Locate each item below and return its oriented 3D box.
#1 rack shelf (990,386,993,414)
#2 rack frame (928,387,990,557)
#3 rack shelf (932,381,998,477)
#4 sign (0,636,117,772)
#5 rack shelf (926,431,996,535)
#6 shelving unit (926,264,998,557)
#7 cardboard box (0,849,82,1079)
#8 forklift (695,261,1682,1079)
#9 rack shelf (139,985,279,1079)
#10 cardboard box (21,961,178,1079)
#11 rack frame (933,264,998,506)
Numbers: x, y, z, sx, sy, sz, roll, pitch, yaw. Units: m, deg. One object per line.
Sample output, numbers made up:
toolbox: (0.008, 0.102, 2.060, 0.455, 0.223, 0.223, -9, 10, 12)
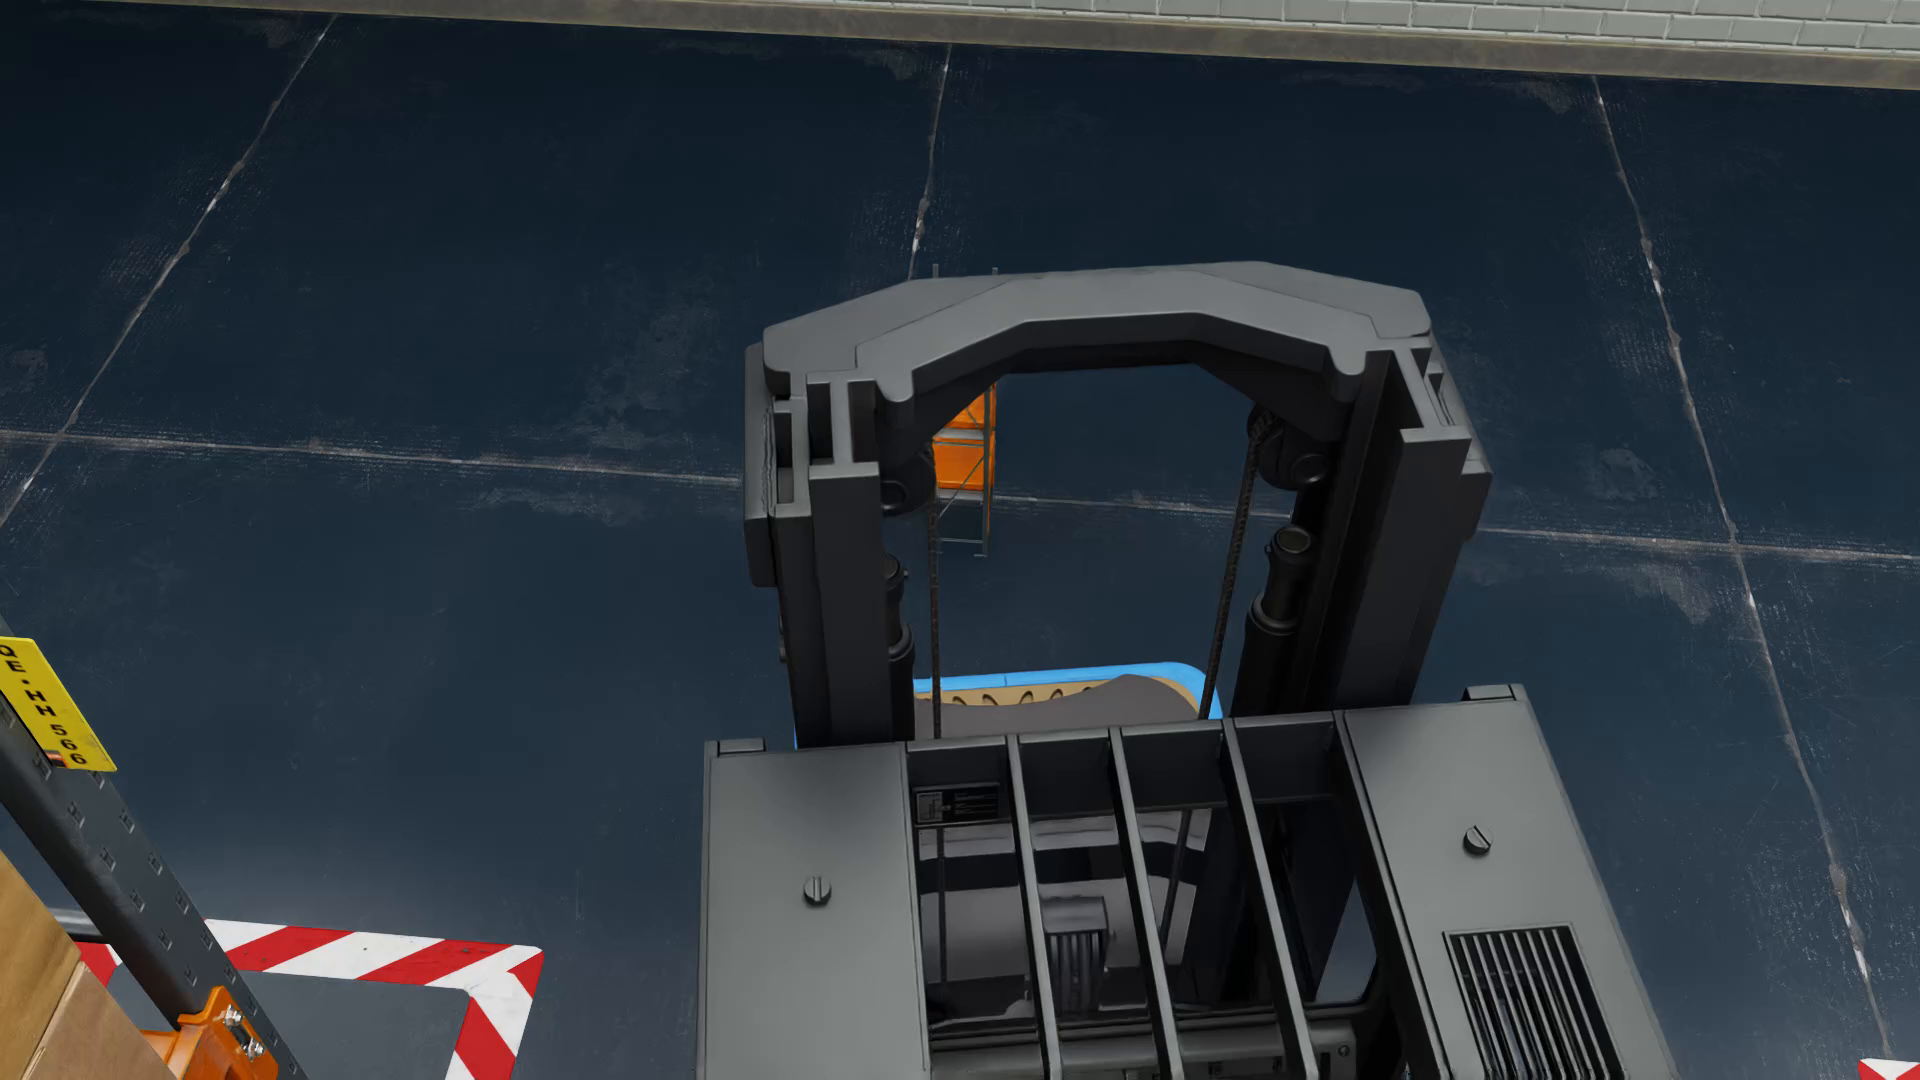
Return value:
rack shelf: (0.005, -0.578, 5.197, 0.215, 0.259, 0.240, 4, 48, 4)
rack frame: (-0.006, -0.304, 5.317, 0.200, 1.050, 0.008, 4, 48, 4)
rack shelf: (0.005, -0.386, 5.406, 0.215, 0.259, 0.240, 4, 48, 4)
sign: (-1.371, 0.249, 2.491, 0.100, 0.325, 0.005, 4, 48, 4)
rack shelf: (0.005, -0.199, 5.611, 0.215, 0.259, 0.240, 4, 48, 4)
shelving unit: (0.005, -0.394, 5.399, 0.215, 1.050, 0.252, 4, 48, 4)
cardboard box: (-1.689, 0.669, 2.360, 0.500, 0.500, 0.500, 3, 48, 3)
forklift: (0.235, 1.142, 2.720, 1.130, 2.935, 3.031, -4, 48, -3)
rack shelf: (-2.104, 2.407, 2.003, 1.077, 0.370, 4.000, 4, 48, 4)
cardboard box: (-1.692, 1.008, 2.727, 0.500, 0.500, 0.500, 5, 48, 5)
rack frame: (0.016, -0.483, 5.481, 0.200, 1.050, 0.008, 4, 48, 4)
